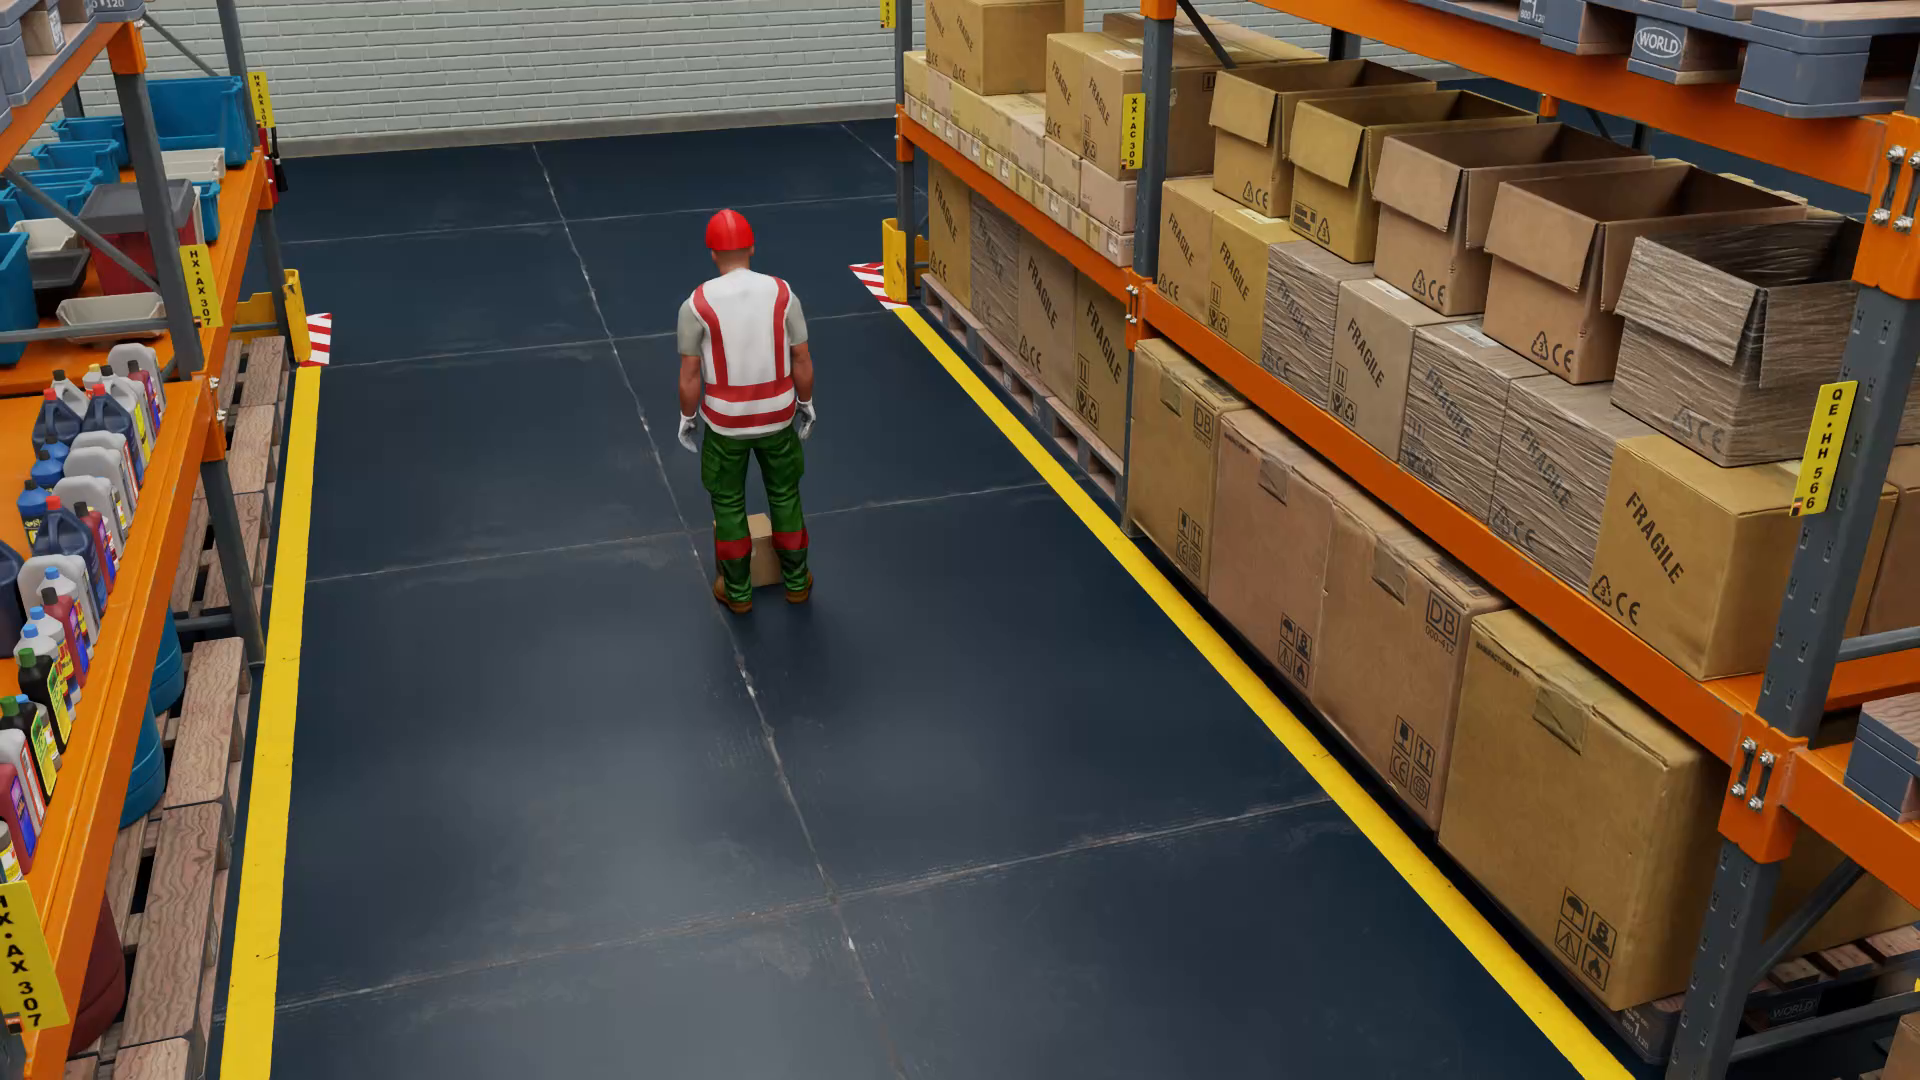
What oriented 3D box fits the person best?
[{"bbox_3d":[-0.917,-0.536,7.189,0.607,1.780,0.450,-8,27,-16],"label":"person"}]
